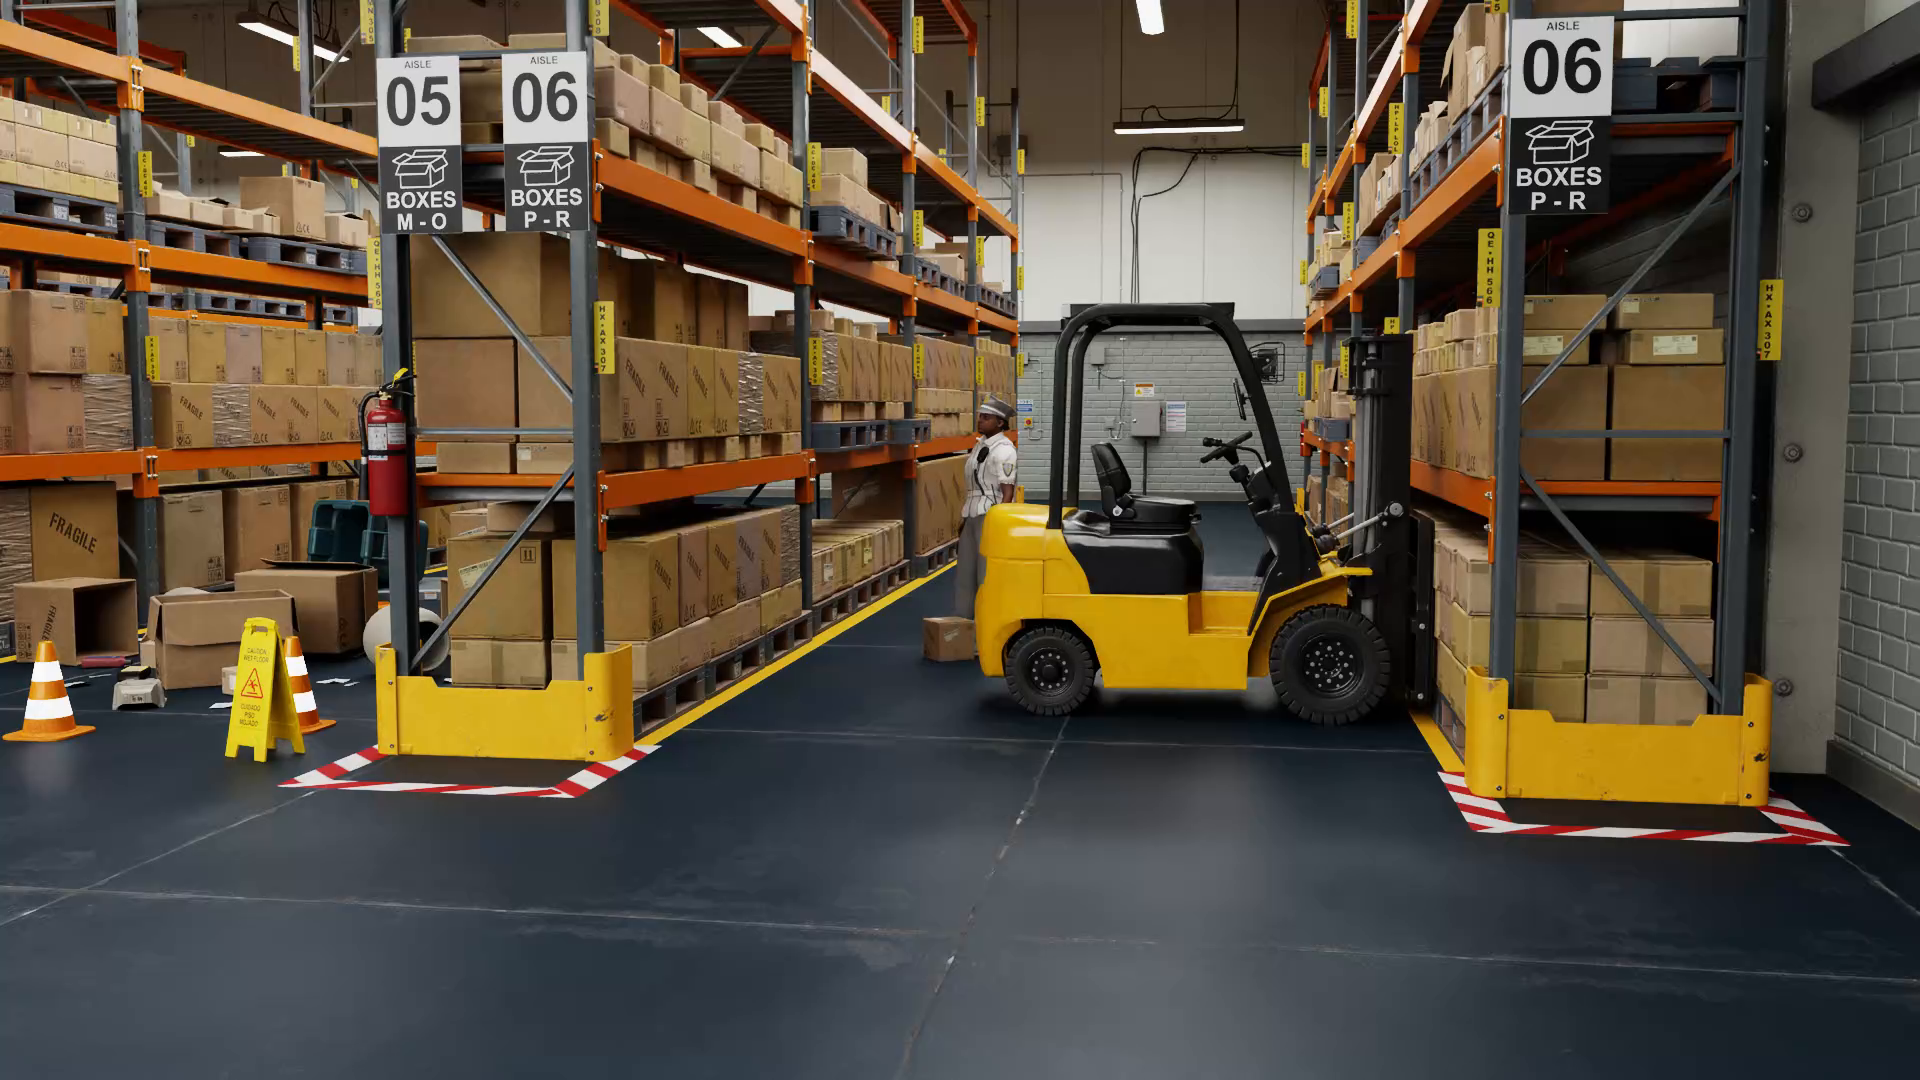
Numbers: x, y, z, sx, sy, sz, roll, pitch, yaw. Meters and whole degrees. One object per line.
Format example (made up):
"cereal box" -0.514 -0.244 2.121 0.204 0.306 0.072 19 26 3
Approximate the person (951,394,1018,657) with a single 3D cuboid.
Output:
"person" 0.100 -0.098 10.798 0.529 1.694 0.569 -2 5 -24
